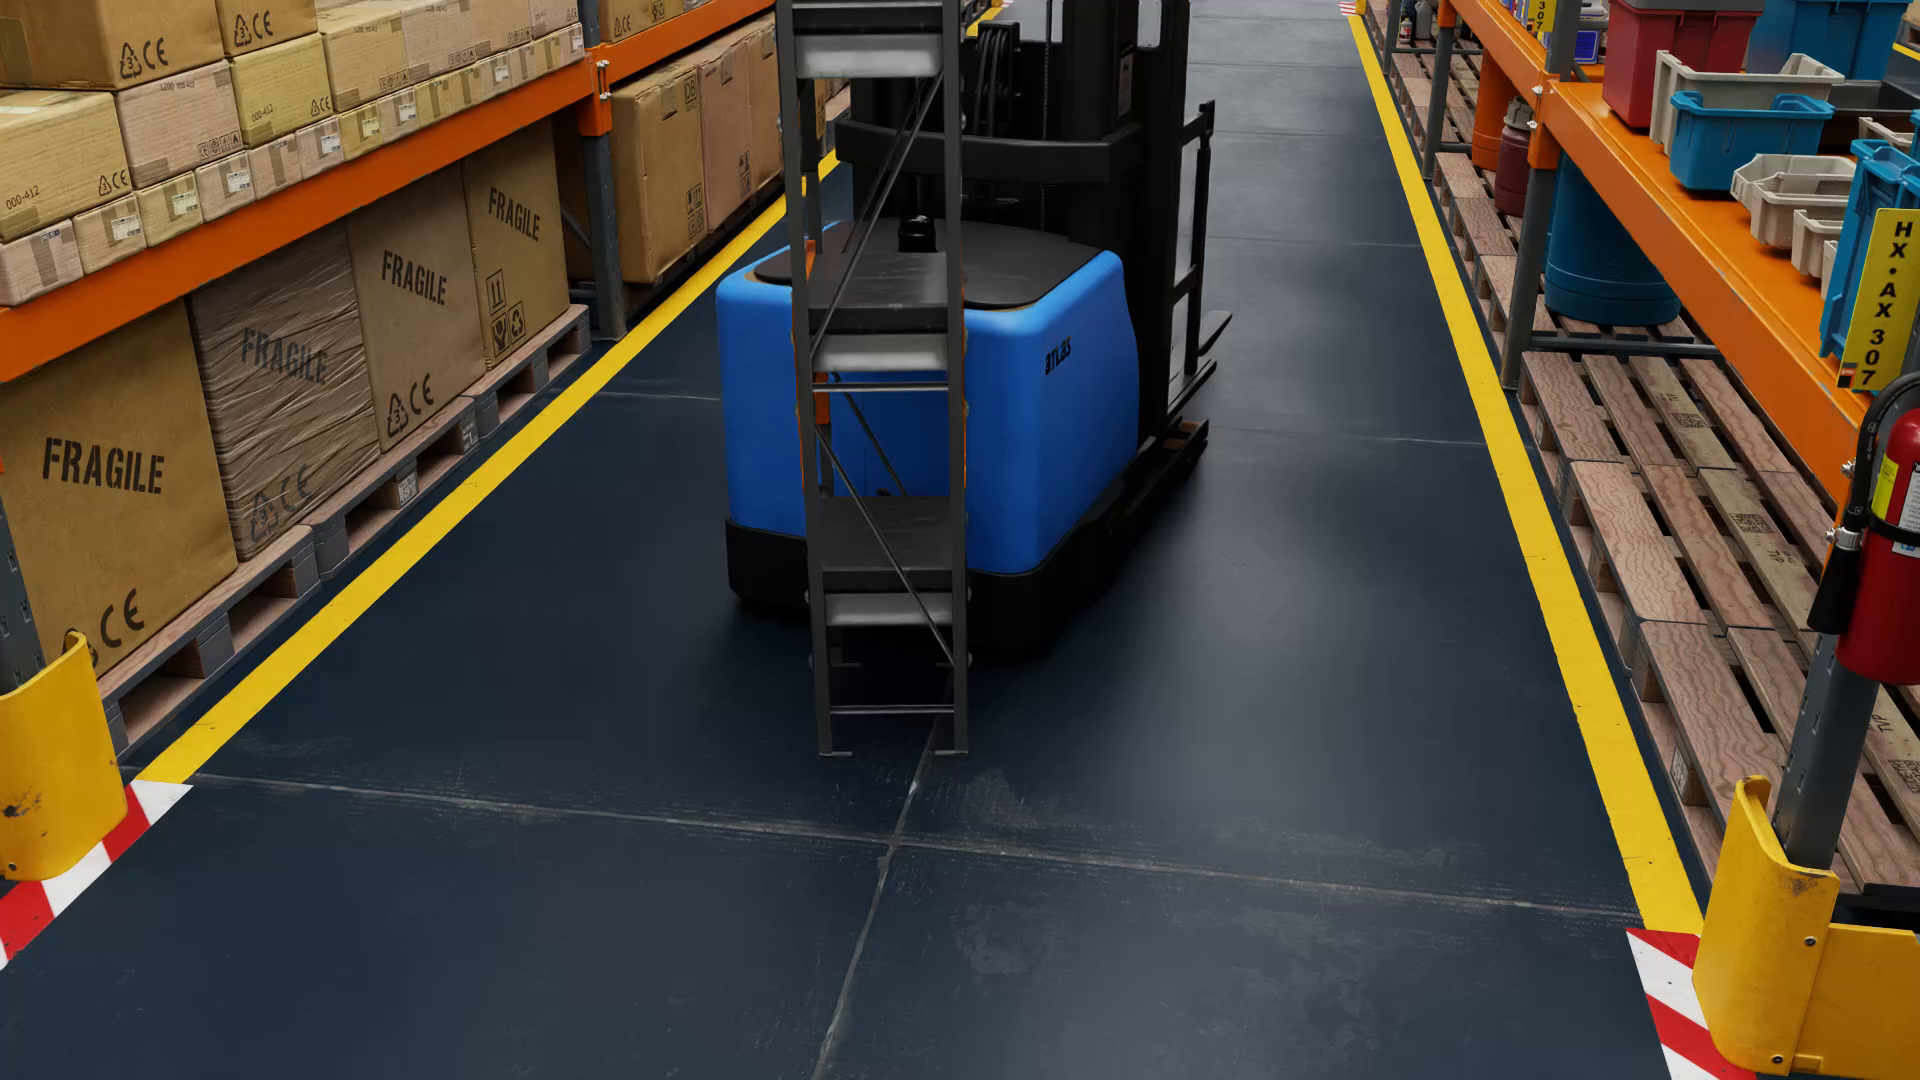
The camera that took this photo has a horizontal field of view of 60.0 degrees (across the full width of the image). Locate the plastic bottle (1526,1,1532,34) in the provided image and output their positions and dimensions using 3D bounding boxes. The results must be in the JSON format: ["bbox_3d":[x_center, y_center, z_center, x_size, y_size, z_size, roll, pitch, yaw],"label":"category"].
[{"bbox_3d":[2.709,-2.480,7.656,0.152,0.276,0.135,4,25,9],"label":"plastic bottle"}]

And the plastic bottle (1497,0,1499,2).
[{"bbox_3d":[2.852,-2.966,8.687,0.061,0.283,0.133,4,25,9],"label":"plastic bottle"}]

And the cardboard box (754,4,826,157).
[{"bbox_3d":[-1.544,-2.942,10.508,1.225,0.875,0.875,3,25,6],"label":"cardboard box"}]

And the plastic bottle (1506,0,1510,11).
[{"bbox_3d":[2.829,-2.831,8.317,0.144,0.351,0.185,4,25,9],"label":"plastic bottle"}]

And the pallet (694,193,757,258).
[{"bbox_3d":[-1.816,-1.905,9.571,1.003,0.211,1.213,4,25,9],"label":"pallet"}]

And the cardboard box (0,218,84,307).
[{"bbox_3d":[-2.335,-0.667,3.933,0.380,0.149,0.250,4,25,9],"label":"cardboard box"}]

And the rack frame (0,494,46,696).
[{"bbox_3d":[-2.719,-0.655,3.612,1.000,3.000,0.127,4,25,9],"label":"rack frame"}]

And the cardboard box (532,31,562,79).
[{"bbox_3d":[-1.833,-1.956,6.687,0.380,0.149,0.250,5,25,10],"label":"cardboard box"}]

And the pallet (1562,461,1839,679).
[{"bbox_3d":[2.543,0.100,5.288,1.003,0.211,1.213,4,25,9],"label":"pallet"}]

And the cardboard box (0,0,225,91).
[{"bbox_3d":[-2.292,-1.453,4.257,0.500,0.500,0.500,3,25,7],"label":"cardboard box"}]

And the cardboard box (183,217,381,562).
[{"bbox_3d":[-2.544,-0.537,5.370,0.875,0.875,0.875,4,25,9],"label":"cardboard box"}]

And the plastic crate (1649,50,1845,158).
[{"bbox_3d":[2.390,-1.333,5.128,0.437,0.282,0.530,4,25,9],"label":"plastic crate"}]

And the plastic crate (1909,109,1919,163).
[{"bbox_3d":[2.797,-1.020,4.518,0.416,0.233,0.300,4,25,9],"label":"plastic crate"}]

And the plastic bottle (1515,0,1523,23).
[{"bbox_3d":[2.769,-2.633,7.983,0.152,0.276,0.135,4,25,9],"label":"plastic bottle"}]

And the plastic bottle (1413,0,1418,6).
[{"bbox_3d":[4.139,-4.808,15.169,0.061,0.283,0.133,4,25,9],"label":"plastic bottle"}]

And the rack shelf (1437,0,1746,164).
[{"bbox_3d":[3.148,-2.496,8.392,1.077,0.370,4.000,4,25,9],"label":"rack shelf"}]

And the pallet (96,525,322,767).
[{"bbox_3d":[-2.665,0.268,4.929,1.003,0.211,1.213,4,25,9],"label":"pallet"}]

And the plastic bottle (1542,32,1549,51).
[{"bbox_3d":[2.627,-2.269,7.205,0.152,0.276,0.135,4,25,9],"label":"plastic bottle"}]

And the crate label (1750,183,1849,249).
[{"bbox_3d":[2.205,-0.812,4.186,0.396,0.136,0.243,4,25,9],"label":"crate label"}]

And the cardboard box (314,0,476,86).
[{"bbox_3d":[-2.043,-1.762,5.802,0.500,0.250,0.500,5,25,10],"label":"cardboard box"}]

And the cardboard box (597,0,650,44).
[{"bbox_3d":[-1.743,-2.549,7.538,0.500,0.500,0.500,4,25,9],"label":"cardboard box"}]

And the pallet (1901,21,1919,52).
[{"bbox_3d":[9.383,-4.565,15.253,1.003,0.211,1.213,4,25,9],"label":"pallet"}]

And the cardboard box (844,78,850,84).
[{"bbox_3d":[-1.157,-3.820,12.803,0.700,0.500,0.500,6,26,13],"label":"cardboard box"}]

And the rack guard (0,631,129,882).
[{"bbox_3d":[-2.723,0.487,4.120,1.175,0.500,0.348,4,25,9],"label":"rack guard"}]

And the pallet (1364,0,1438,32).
[{"bbox_3d":[4.679,-5.366,16.966,1.003,0.211,1.213,4,25,9],"label":"pallet"}]

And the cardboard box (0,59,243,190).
[{"bbox_3d":[-2.295,-1.122,4.435,0.500,0.250,0.500,4,25,8],"label":"cardboard box"}]

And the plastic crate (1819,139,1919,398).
[{"bbox_3d":[2.038,-0.508,3.185,0.616,0.435,0.499,4,25,9],"label":"plastic crate"}]

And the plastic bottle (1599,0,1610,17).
[{"bbox_3d":[2.791,-2.360,7.311,0.144,0.351,0.185,4,25,9],"label":"plastic bottle"}]

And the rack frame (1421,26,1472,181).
[{"bbox_3d":[3.475,-3.658,10.027,1.000,3.000,0.127,4,25,9],"label":"rack frame"}]

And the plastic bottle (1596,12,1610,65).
[{"bbox_3d":[2.693,-2.081,6.893,0.097,0.201,0.097,0,25,0],"label":"plastic bottle"}]

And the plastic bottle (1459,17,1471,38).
[{"bbox_3d":[4.528,-4.649,14.750,0.144,0.351,0.185,4,25,9],"label":"plastic bottle"}]

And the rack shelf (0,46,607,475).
[{"bbox_3d":[-2.392,-1.166,5.551,1.077,0.370,4.000,4,25,9],"label":"rack shelf"}]

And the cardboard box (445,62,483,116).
[{"bbox_3d":[-1.959,-1.634,5.998,0.380,0.149,0.250,4,25,10],"label":"cardboard box"}]

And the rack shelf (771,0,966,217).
[{"bbox_3d":[-0.203,-1.092,3.981,0.431,0.518,0.480,-1,25,0],"label":"rack shelf"}]

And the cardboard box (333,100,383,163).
[{"bbox_3d":[-2.085,-1.310,5.308,0.380,0.149,0.250,3,25,7],"label":"cardboard box"}]

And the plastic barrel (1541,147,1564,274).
[{"bbox_3d":[3.043,-1.747,7.925,0.600,0.901,0.708,4,25,9],"label":"plastic barrel"}]

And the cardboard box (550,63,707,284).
[{"bbox_3d":[-1.980,-1.825,8.122,1.225,0.875,0.875,4,25,9],"label":"cardboard box"}]

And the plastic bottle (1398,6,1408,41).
[{"bbox_3d":[3.882,-4.524,14.562,0.061,0.283,0.133,5,26,11],"label":"plastic bottle"}]

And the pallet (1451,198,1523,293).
[{"bbox_3d":[3.186,-1.554,8.820,1.003,0.211,1.213,4,25,9],"label":"pallet"}]

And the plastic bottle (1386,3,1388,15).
[{"bbox_3d":[4.162,-5.156,16.008,0.097,0.201,0.097,0,25,0],"label":"plastic bottle"}]

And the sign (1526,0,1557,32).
[{"bbox_3d":[2.279,-2.149,6.477,0.100,0.325,0.005,4,25,9],"label":"sign"}]

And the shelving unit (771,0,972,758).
[{"bbox_3d":[-0.194,-0.471,4.272,0.431,2.100,0.503,-1,25,0],"label":"shelving unit"}]

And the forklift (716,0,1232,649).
[{"bbox_3d":[0.307,-1.604,5.720,1.130,2.935,3.031,10,27,21],"label":"forklift"}]

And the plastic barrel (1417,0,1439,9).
[{"bbox_3d":[4.669,-5.577,16.566,0.421,0.512,0.421,0,25,0],"label":"plastic barrel"}]

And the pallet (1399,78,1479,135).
[{"bbox_3d":[3.842,-3.225,12.391,1.003,0.211,1.213,4,25,9],"label":"pallet"}]

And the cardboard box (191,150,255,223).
[{"bbox_3d":[-2.211,-0.991,4.625,0.380,0.149,0.250,4,25,8],"label":"cardboard box"}]

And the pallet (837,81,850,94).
[{"bbox_3d":[-1.080,-3.574,13.136,1.003,0.211,1.213,4,25,9],"label":"pallet"}]
